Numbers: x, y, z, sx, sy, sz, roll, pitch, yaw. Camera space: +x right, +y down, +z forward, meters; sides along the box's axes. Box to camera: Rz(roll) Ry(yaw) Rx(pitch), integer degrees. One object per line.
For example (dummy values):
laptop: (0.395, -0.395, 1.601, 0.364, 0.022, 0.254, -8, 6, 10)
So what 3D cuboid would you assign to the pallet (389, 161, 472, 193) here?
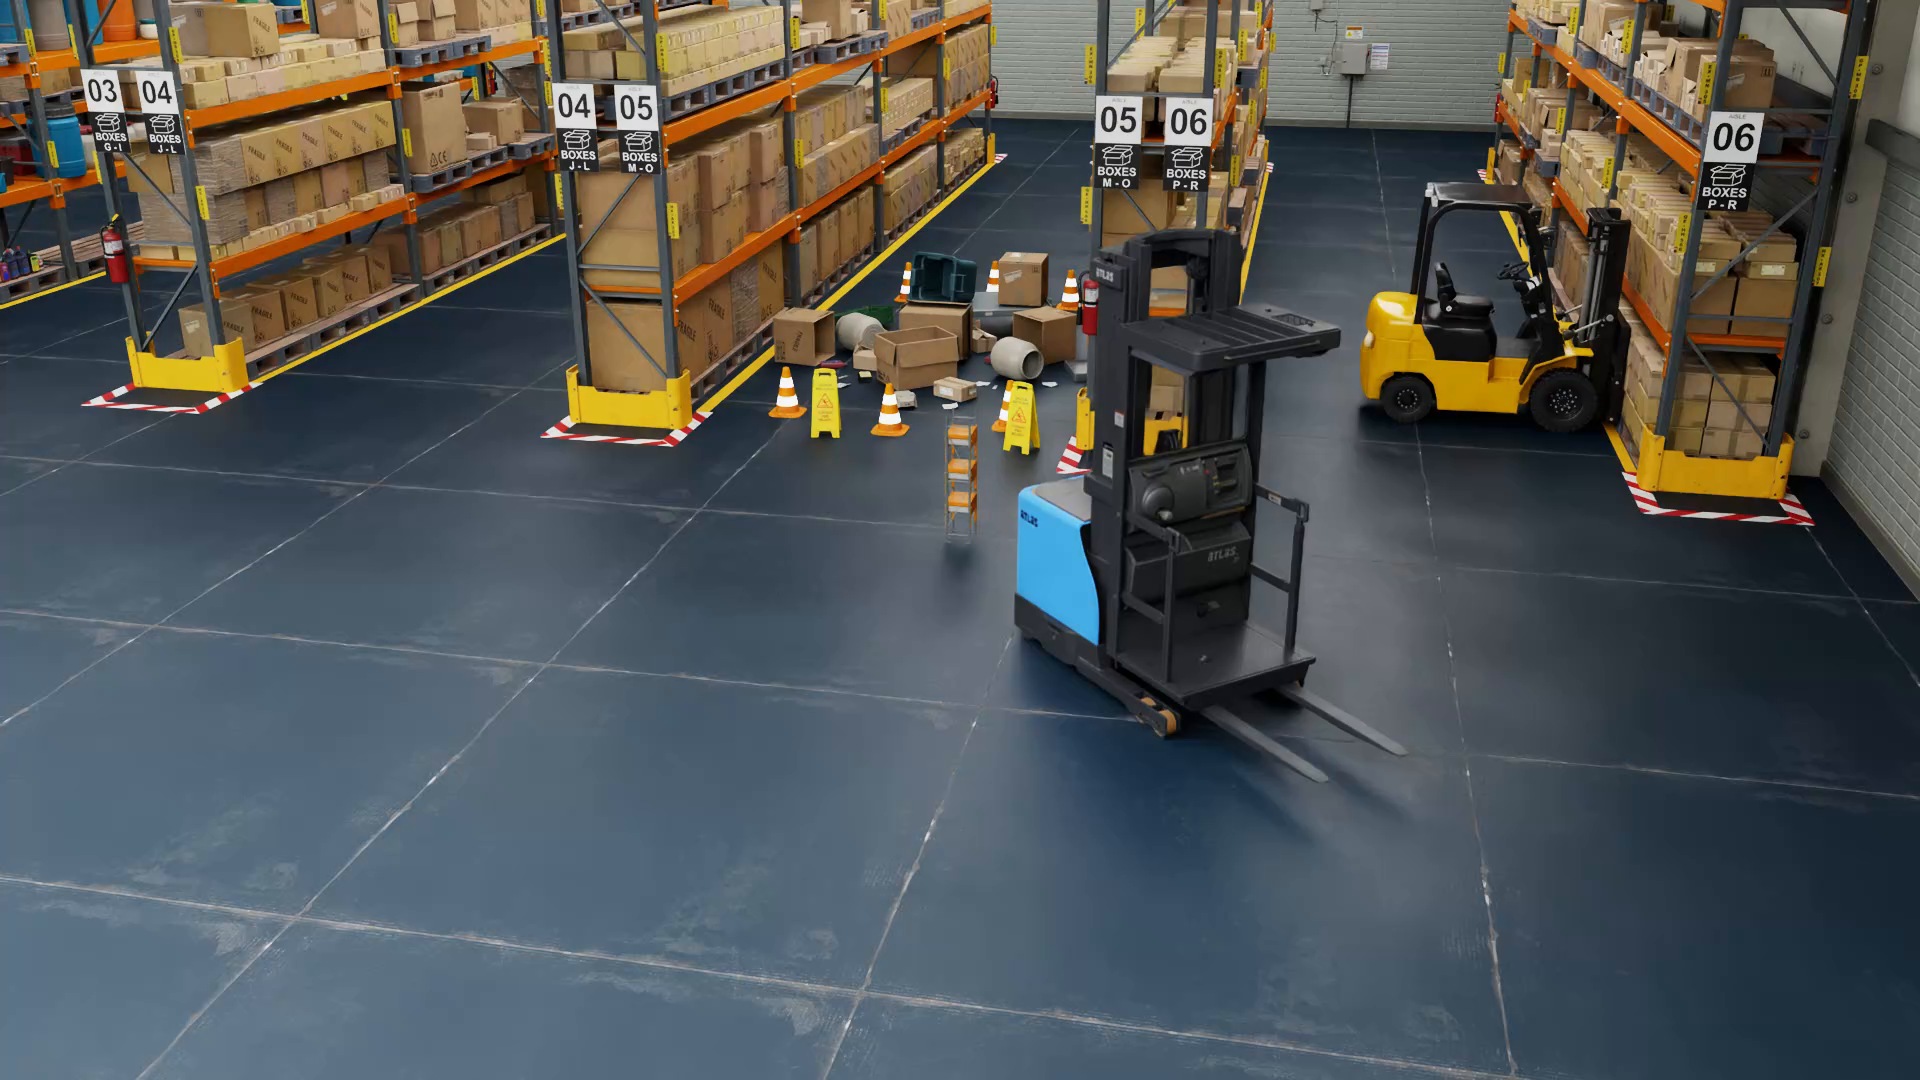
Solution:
pallet: (-6.925, -4.624, 21.077, 1.003, 0.211, 1.213, 4, 22, 11)

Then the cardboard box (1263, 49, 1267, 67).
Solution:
cardboard box: (4.669, -7.652, 26.865, 0.500, 0.500, 0.500, 5, 22, 12)

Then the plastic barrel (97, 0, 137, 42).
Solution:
plastic barrel: (-11.770, -7.353, 23.005, 0.600, 0.830, 0.708, 4, 22, 11)

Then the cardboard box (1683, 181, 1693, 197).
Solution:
cardboard box: (7.436, -3.471, 16.557, 0.380, 0.149, 0.250, 4, 22, 10)

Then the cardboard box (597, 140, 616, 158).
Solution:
cardboard box: (-6.057, -5.693, 25.756, 1.225, 0.875, 0.875, 5, 22, 11)

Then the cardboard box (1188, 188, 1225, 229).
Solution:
cardboard box: (2.431, -3.313, 17.033, 0.500, 0.500, 0.500, 5, 22, 12)

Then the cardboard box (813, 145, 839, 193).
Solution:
cardboard box: (-1.811, -4.615, 20.664, 0.500, 0.500, 0.500, 4, 22, 11)

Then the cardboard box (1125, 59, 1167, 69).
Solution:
cardboard box: (1.725, -4.381, 15.470, 0.380, 0.149, 0.250, 4, 22, 11)

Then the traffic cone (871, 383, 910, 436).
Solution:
traffic cone: (-0.669, -1.265, 15.876, 0.336, 0.463, 0.334, 4, 22, 11)

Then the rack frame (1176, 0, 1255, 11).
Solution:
rack frame: (3.294, -7.935, 21.010, 1.000, 3.000, 0.127, 4, 22, 11)

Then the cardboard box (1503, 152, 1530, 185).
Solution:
cardboard box: (9.151, -6.024, 27.080, 0.500, 0.500, 0.500, 5, 22, 12)

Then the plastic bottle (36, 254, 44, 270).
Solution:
plastic bottle: (-11.841, -3.572, 21.364, 0.097, 0.201, 0.097, 0, 22, 0)

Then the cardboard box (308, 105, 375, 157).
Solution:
cardboard box: (-7.147, -4.724, 19.198, 0.500, 0.500, 0.500, 4, 22, 11)

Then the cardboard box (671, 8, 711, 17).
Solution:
cardboard box: (-2.898, -5.622, 17.856, 0.380, 0.149, 0.250, 4, 22, 10)

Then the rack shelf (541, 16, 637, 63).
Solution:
rack shelf: (-5.999, -7.697, 25.397, 1.077, 0.370, 4.000, 4, 22, 11)

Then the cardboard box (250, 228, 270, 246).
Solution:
cardboard box: (-7.582, -3.225, 17.681, 0.380, 0.149, 0.250, 4, 22, 11)

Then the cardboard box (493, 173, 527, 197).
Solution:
cardboard box: (-6.515, -5.053, 23.637, 0.500, 0.250, 0.500, 5, 23, 13)

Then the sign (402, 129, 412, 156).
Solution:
sign: (-6.691, -4.808, 20.117, 0.100, 0.325, 0.005, 4, 22, 11)

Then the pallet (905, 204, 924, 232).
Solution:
pallet: (-1.160, -4.930, 25.311, 1.003, 0.211, 1.213, 4, 22, 11)

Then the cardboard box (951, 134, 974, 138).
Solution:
cardboard box: (0.049, -7.072, 29.355, 0.380, 0.149, 0.250, 4, 22, 9)

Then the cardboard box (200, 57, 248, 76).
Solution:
cardboard box: (-7.553, -4.855, 17.045, 0.380, 0.149, 0.250, 5, 23, 13)

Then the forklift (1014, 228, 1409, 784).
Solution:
forklift: (1.560, -0.335, 10.262, 1.130, 2.935, 3.031, -12, 25, -28)

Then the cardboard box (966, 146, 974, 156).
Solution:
cardboard box: (0.034, -6.833, 29.161, 0.380, 0.149, 0.250, 5, 22, 12)

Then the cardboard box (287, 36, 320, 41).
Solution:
cardboard box: (-7.579, -5.753, 19.276, 0.380, 0.149, 0.250, 3, 22, 8)

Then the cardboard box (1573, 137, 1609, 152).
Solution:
cardboard box: (7.720, -4.835, 20.340, 0.380, 0.149, 0.250, 5, 22, 12)

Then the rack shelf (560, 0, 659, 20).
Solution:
rack shelf: (-2.797, -5.562, 16.616, 1.077, 0.370, 4.000, 4, 22, 11)

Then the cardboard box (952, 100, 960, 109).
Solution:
cardboard box: (-0.218, -7.305, 27.814, 0.380, 0.149, 0.250, 5, 22, 12)

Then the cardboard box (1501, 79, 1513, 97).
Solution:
cardboard box: (9.430, -7.624, 28.071, 0.500, 0.250, 0.500, 5, 22, 11)

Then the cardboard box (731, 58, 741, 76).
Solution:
cardboard box: (-2.460, -4.830, 16.956, 0.380, 0.149, 0.250, 4, 22, 11)

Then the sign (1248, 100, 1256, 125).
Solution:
sign: (3.827, -5.615, 21.835, 0.100, 0.325, 0.005, 4, 22, 11)

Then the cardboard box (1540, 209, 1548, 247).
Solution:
cardboard box: (8.142, -4.164, 22.461, 0.500, 0.500, 0.500, 4, 22, 10)

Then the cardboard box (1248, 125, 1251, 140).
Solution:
cardboard box: (3.746, -5.670, 22.948, 0.500, 0.250, 0.500, 5, 22, 12)

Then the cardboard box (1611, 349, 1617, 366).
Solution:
cardboard box: (6.618, -1.758, 16.153, 0.500, 0.250, 0.500, 4, 22, 11)

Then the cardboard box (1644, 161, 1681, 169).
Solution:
cardboard box: (7.885, -4.141, 18.619, 0.380, 0.149, 0.250, 4, 22, 11)

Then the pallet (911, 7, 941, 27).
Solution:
pallet: (-0.986, -8.042, 25.543, 1.213, 0.211, 1.003, 4, 22, 11)

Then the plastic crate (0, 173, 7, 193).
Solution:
plastic crate: (-12.032, -4.328, 20.283, 0.499, 0.251, 0.616, 4, 22, 11)

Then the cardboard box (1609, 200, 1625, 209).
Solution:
cardboard box: (6.992, -3.216, 17.190, 0.500, 0.500, 0.500, 4, 22, 9)

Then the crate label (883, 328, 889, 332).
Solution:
crate label: (-0.956, -2.335, 18.968, 0.298, 0.136, 0.250, -11, 25, -26)

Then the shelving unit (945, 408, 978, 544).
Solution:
shelving unit: (0.011, -0.507, 13.206, 0.215, 1.050, 0.252, 4, 22, 11)

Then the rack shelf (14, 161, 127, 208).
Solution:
rack shelf: (-11.664, -5.220, 23.262, 1.077, 0.370, 4.000, 4, 22, 11)

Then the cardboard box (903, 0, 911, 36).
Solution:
cardboard box: (-1.003, -7.485, 23.776, 0.500, 0.500, 0.500, 4, 22, 11)

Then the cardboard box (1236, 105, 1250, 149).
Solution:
cardboard box: (3.474, -5.344, 21.513, 0.500, 0.500, 0.500, 4, 22, 9)

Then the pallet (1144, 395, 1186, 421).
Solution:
pallet: (1.878, -1.255, 16.187, 1.003, 0.211, 1.213, 4, 22, 11)

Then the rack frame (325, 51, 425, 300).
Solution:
rack frame: (-7.224, -4.445, 20.374, 1.000, 3.000, 0.127, 4, 22, 11)

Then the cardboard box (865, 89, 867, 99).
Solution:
cardboard box: (-1.601, -6.629, 24.775, 0.380, 0.149, 0.250, 5, 23, 13)

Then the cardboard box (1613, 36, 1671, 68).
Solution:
cardboard box: (7.247, -5.187, 17.625, 0.500, 0.311, 0.500, 4, 22, 9)

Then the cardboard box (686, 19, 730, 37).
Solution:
cardboard box: (-2.513, -5.109, 16.581, 0.380, 0.149, 0.250, 5, 22, 12)

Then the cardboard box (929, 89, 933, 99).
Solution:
cardboard box: (-0.644, -7.011, 26.123, 0.380, 0.149, 0.250, 5, 23, 13)

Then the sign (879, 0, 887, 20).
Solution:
sign: (-1.031, -7.115, 22.192, 0.100, 0.325, 0.005, 4, 22, 11)

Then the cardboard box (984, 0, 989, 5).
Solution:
cardboard box: (0.226, -9.554, 29.245, 0.500, 0.250, 0.500, 4, 22, 10)

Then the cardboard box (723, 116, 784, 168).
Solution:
cardboard box: (-2.498, -4.468, 18.786, 0.875, 0.550, 0.550, 4, 22, 11)

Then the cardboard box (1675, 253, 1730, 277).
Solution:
cardboard box: (6.318, -2.345, 14.158, 0.380, 0.149, 0.250, 5, 22, 12)

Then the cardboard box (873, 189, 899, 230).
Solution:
cardboard box: (-1.178, -4.767, 23.959, 0.500, 0.500, 0.500, 4, 22, 9)
